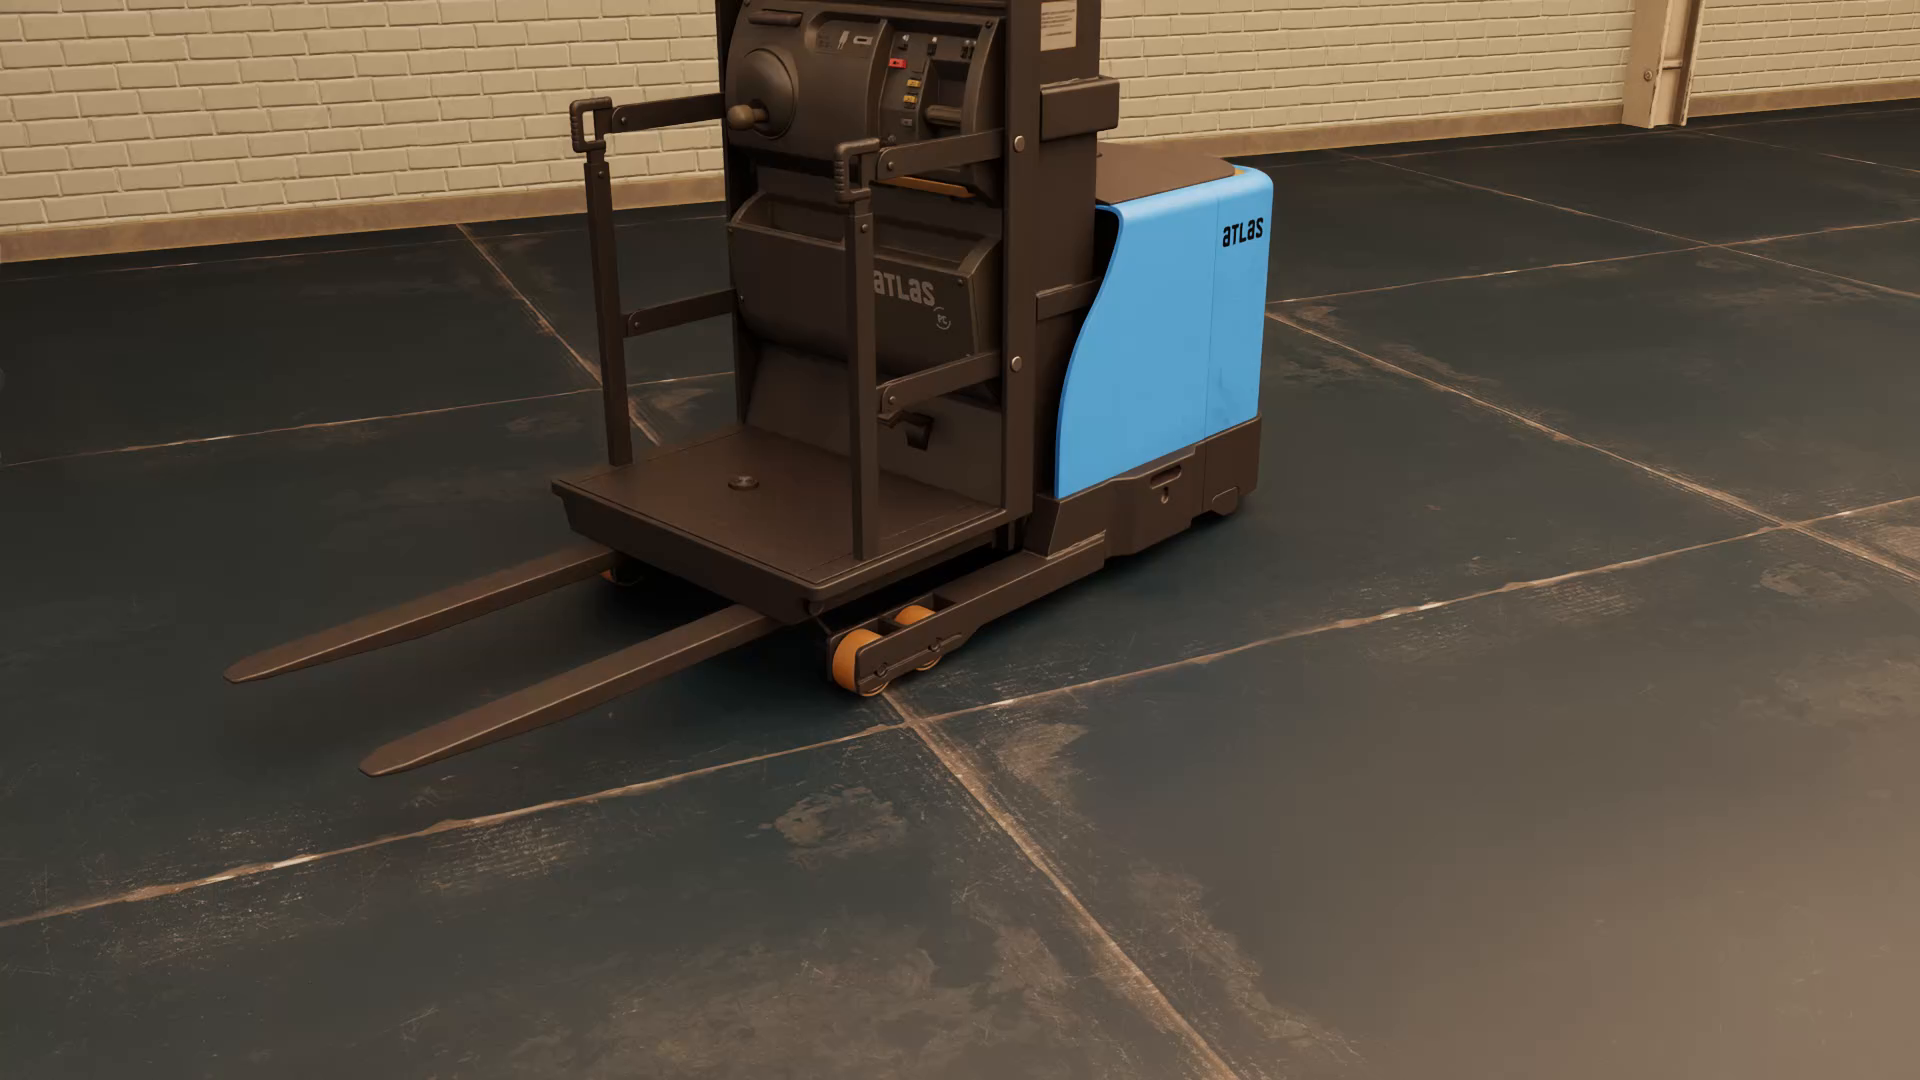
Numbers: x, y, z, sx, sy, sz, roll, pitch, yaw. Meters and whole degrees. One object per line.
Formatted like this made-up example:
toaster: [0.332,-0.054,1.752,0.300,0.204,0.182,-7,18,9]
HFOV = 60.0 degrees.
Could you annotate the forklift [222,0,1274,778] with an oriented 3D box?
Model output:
forklift: [-0.413,-1.182,4.131,1.130,2.935,3.031,19,29,39]
